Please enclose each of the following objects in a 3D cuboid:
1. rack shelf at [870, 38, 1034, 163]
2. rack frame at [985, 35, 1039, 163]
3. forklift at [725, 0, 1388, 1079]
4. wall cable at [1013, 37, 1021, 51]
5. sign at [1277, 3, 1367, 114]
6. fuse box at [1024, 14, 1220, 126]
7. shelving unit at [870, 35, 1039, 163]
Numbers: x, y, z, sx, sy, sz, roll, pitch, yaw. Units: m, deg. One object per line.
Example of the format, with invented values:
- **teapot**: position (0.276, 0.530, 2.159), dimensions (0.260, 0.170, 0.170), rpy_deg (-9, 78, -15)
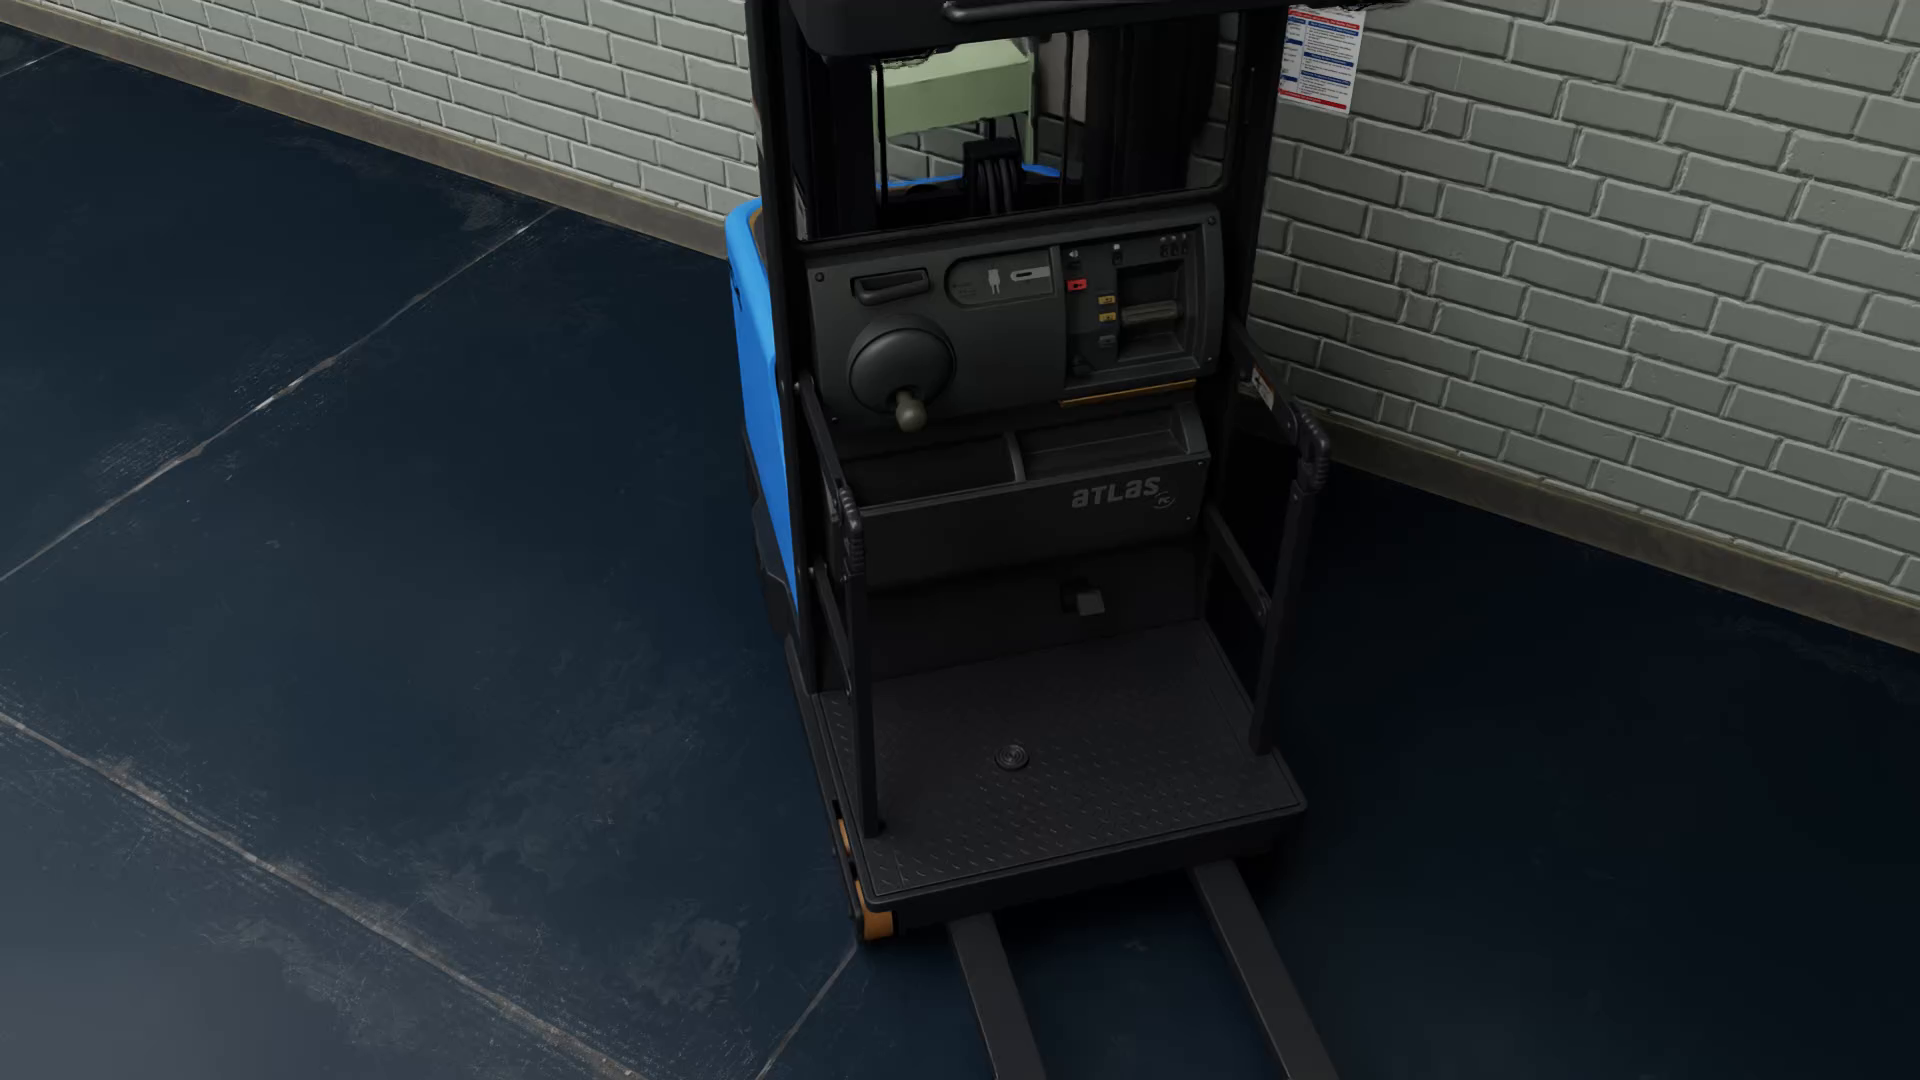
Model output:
- **rack shelf**: position (-0.189, -1.321, 5.011), dimensions (0.720, 0.370, 0.431), rpy_deg (-14, 43, -14)
- **rack frame**: position (0.163, -1.116, 5.358), dimensions (0.023, 1.500, 0.400), rpy_deg (-14, 43, -14)
- **forklift**: position (0.193, -0.400, 3.486), dimensions (1.130, 2.935, 3.031), rpy_deg (-10, 42, -11)
- **wall cable**: position (-0.056, -2.254, 4.771), dimensions (0.588, 1.984, 0.122), rpy_deg (21, 45, 22)
- **sign**: position (0.987, -1.476, 4.729), dimensions (0.329, 0.494, 0.001), rpy_deg (21, 45, 22)
- **fuse box**: position (0.456, -1.073, 5.174), dimensions (0.539, 1.711, 0.414), rpy_deg (21, 45, 22)
- **shelving unit**: position (-0.181, -1.029, 5.270), dimensions (0.755, 1.500, 0.431), rpy_deg (-14, 43, -14)
